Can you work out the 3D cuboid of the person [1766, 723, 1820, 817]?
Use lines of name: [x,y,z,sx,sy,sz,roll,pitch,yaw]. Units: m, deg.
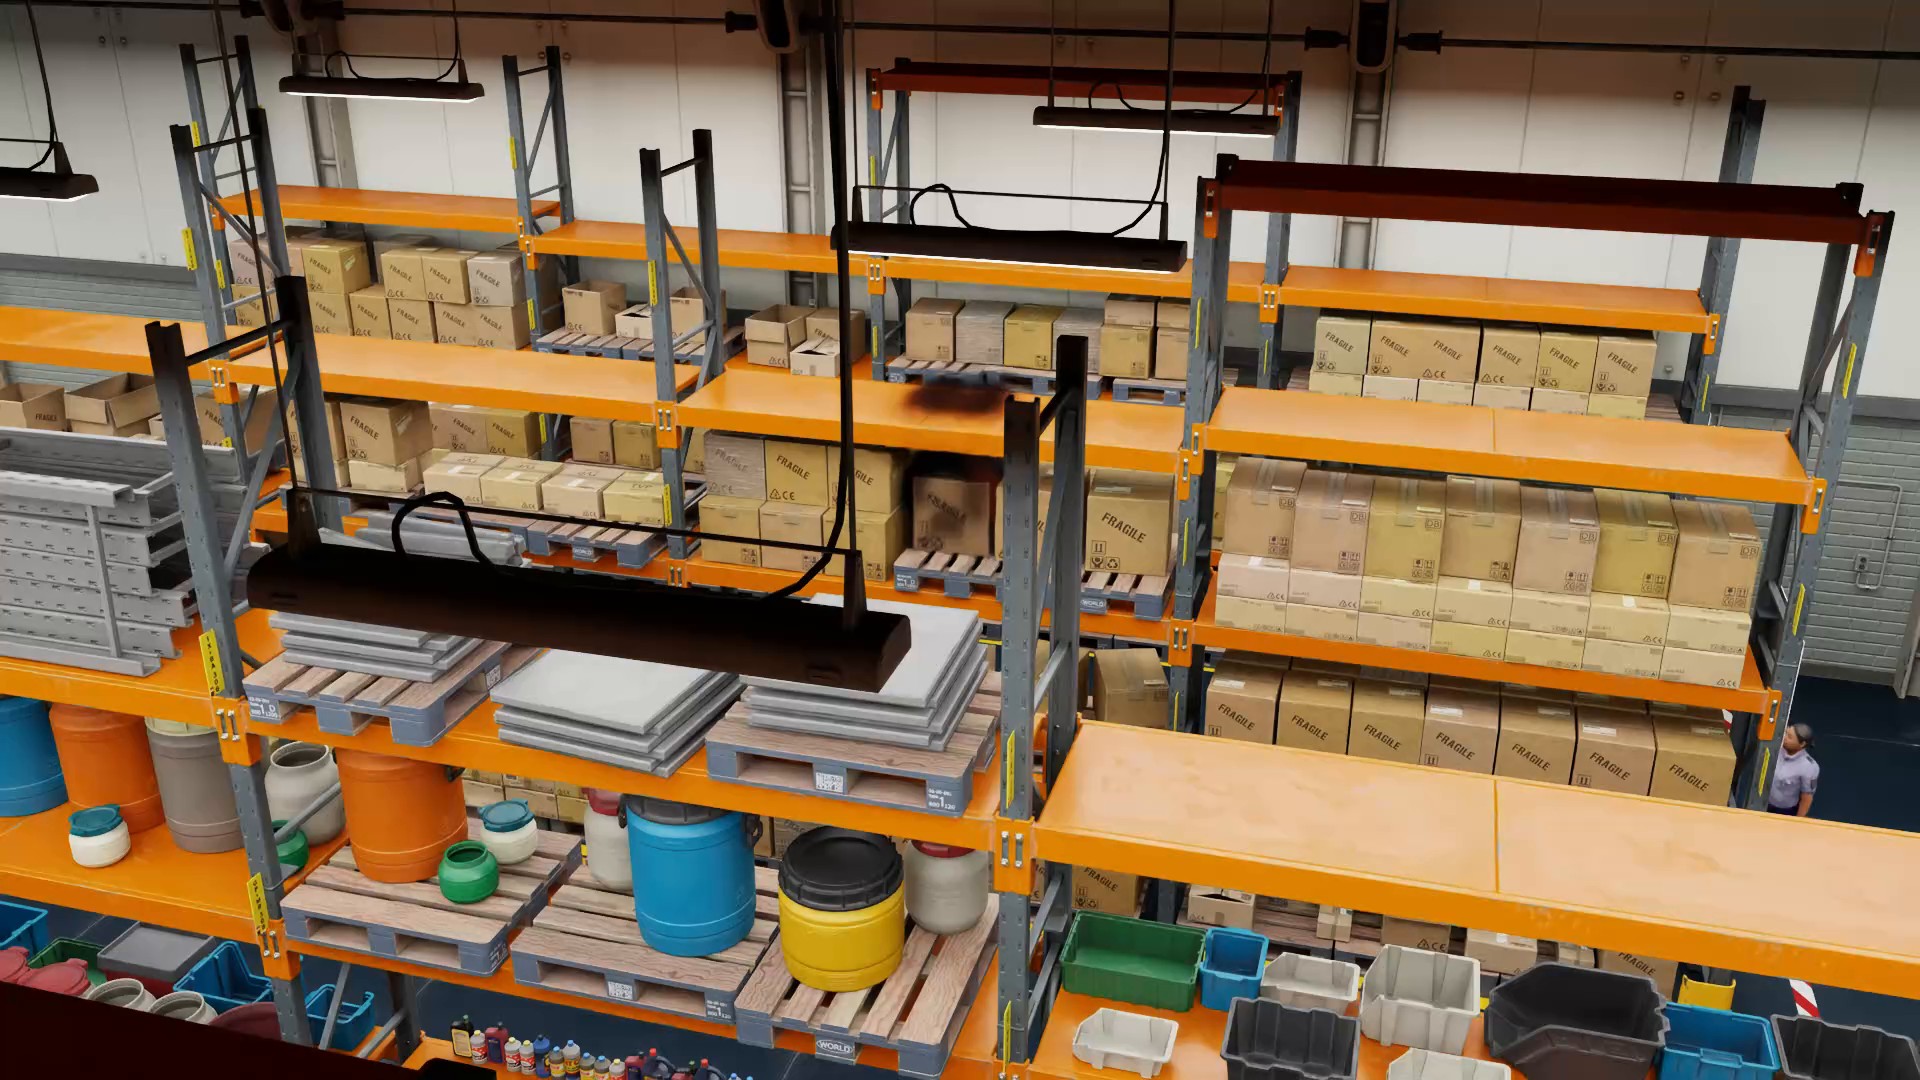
person: [6.563,2.196,13.336,0.379,1.647,0.489,-15,27,-33]
